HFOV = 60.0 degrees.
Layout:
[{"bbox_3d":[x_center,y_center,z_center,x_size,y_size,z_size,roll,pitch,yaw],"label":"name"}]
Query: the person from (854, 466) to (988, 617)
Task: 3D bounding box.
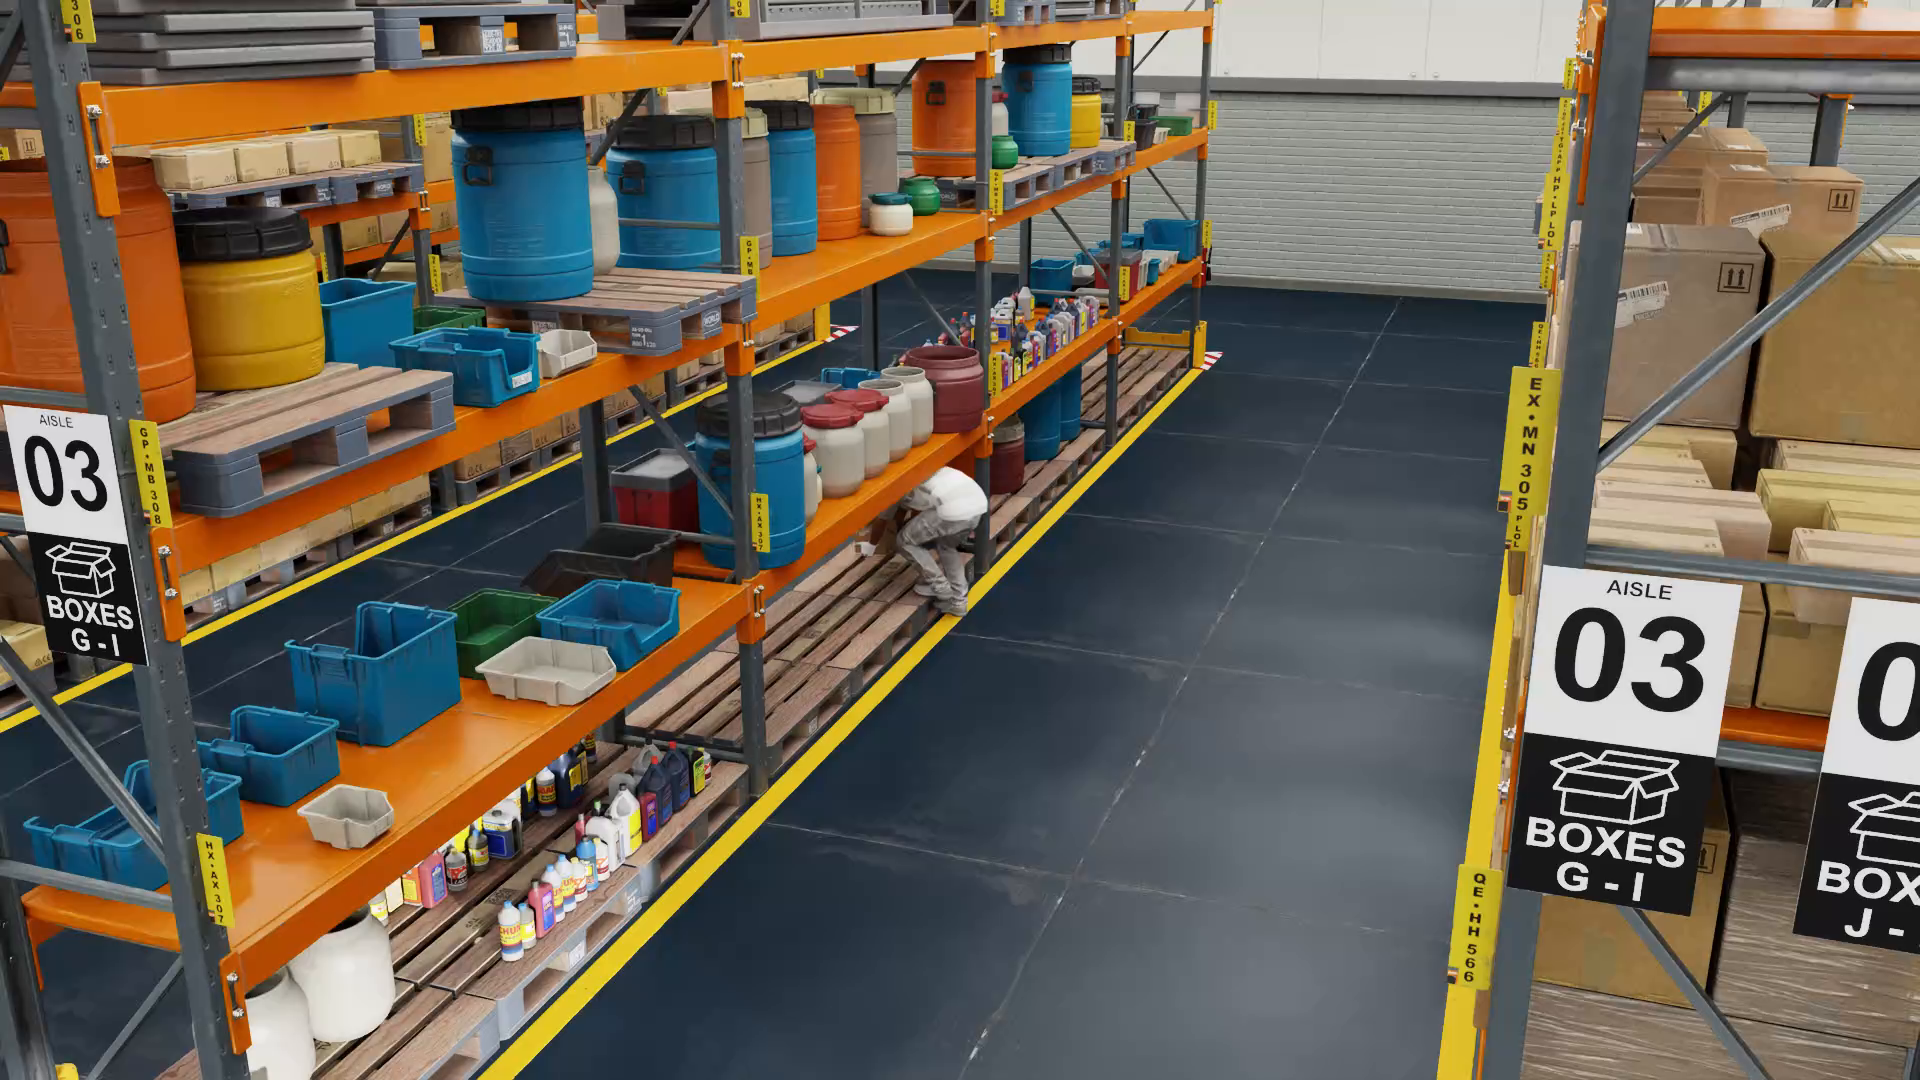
[{"bbox_3d":[-0.313,-0.026,12.072,1.065,1.167,0.525,12,22,32],"label":"person"}]
